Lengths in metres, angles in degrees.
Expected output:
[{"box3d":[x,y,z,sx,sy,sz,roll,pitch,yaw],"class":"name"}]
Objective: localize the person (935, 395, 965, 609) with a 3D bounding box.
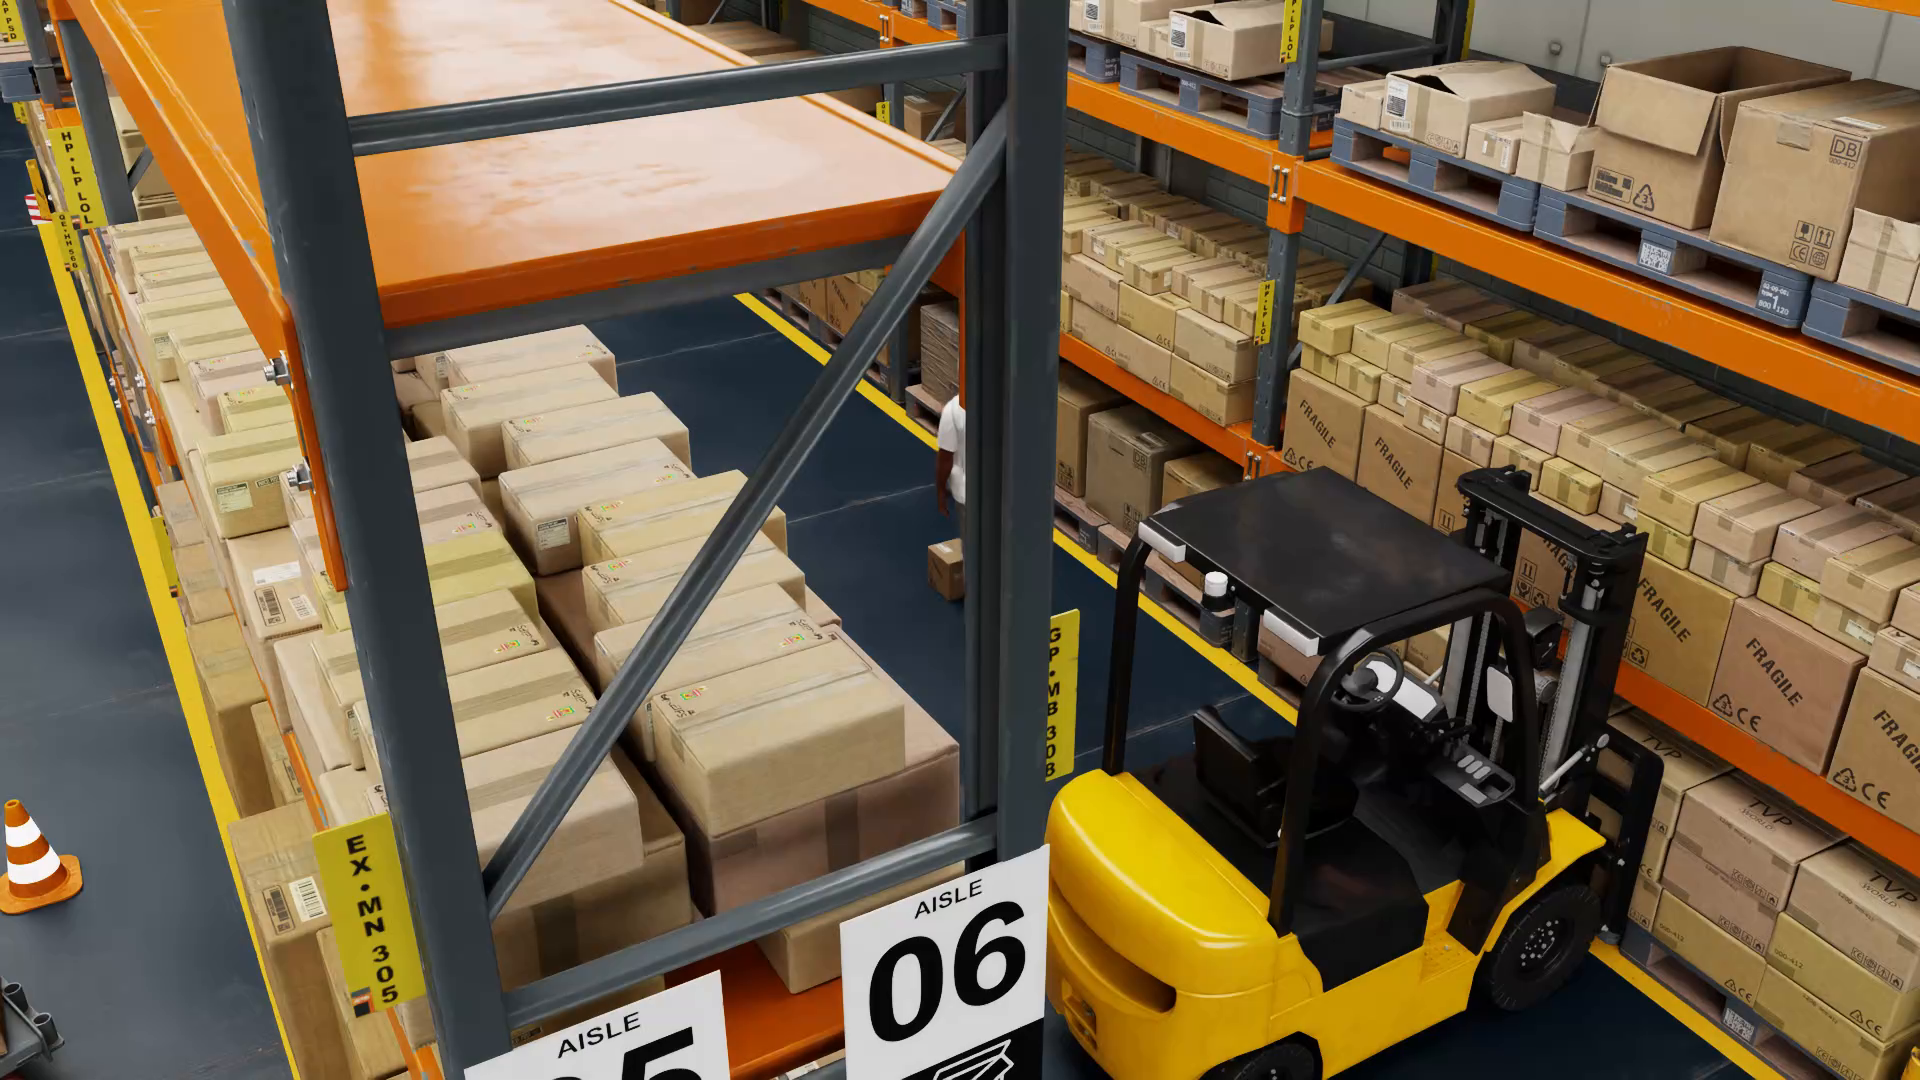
[{"box3d":[0.168,-0.281,9.049,0.585,1.775,0.585,3,29,5],"class":"person"}]
